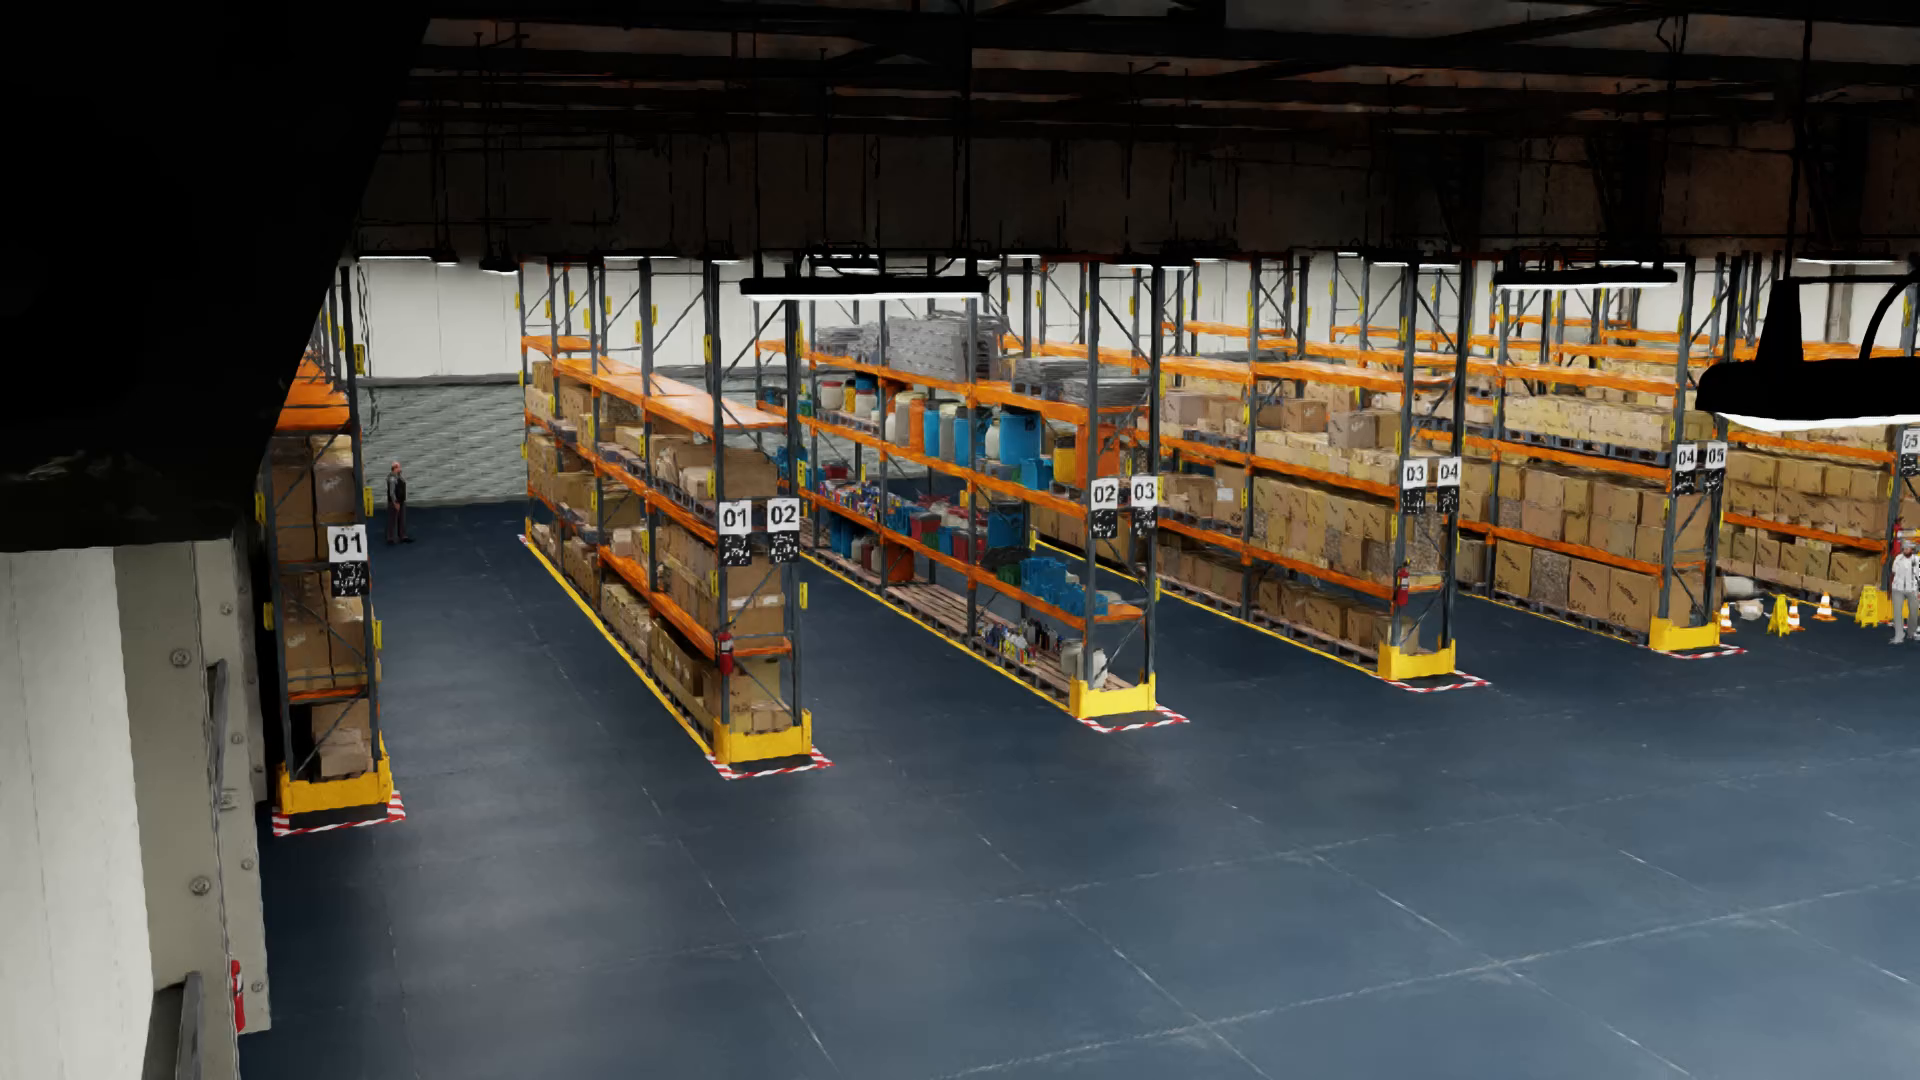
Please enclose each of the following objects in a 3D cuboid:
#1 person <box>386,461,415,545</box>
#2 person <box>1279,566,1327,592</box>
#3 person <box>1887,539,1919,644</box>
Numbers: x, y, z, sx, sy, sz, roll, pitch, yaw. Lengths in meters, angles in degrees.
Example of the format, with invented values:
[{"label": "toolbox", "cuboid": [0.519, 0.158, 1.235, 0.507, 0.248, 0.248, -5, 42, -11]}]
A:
[{"label": "person", "cuboid": [-11.666, -0.776, 34.459, 0.462, 1.725, 0.626, 0, 10, 2]}, {"label": "person", "cuboid": [6.120, 0.139, 29.764, 0.490, 1.597, 0.999, -6, 12, -30]}, {"label": "person", "cuboid": [14.917, 0.792, 26.149, 0.571, 1.665, 0.529, 8, 13, 38]}]
